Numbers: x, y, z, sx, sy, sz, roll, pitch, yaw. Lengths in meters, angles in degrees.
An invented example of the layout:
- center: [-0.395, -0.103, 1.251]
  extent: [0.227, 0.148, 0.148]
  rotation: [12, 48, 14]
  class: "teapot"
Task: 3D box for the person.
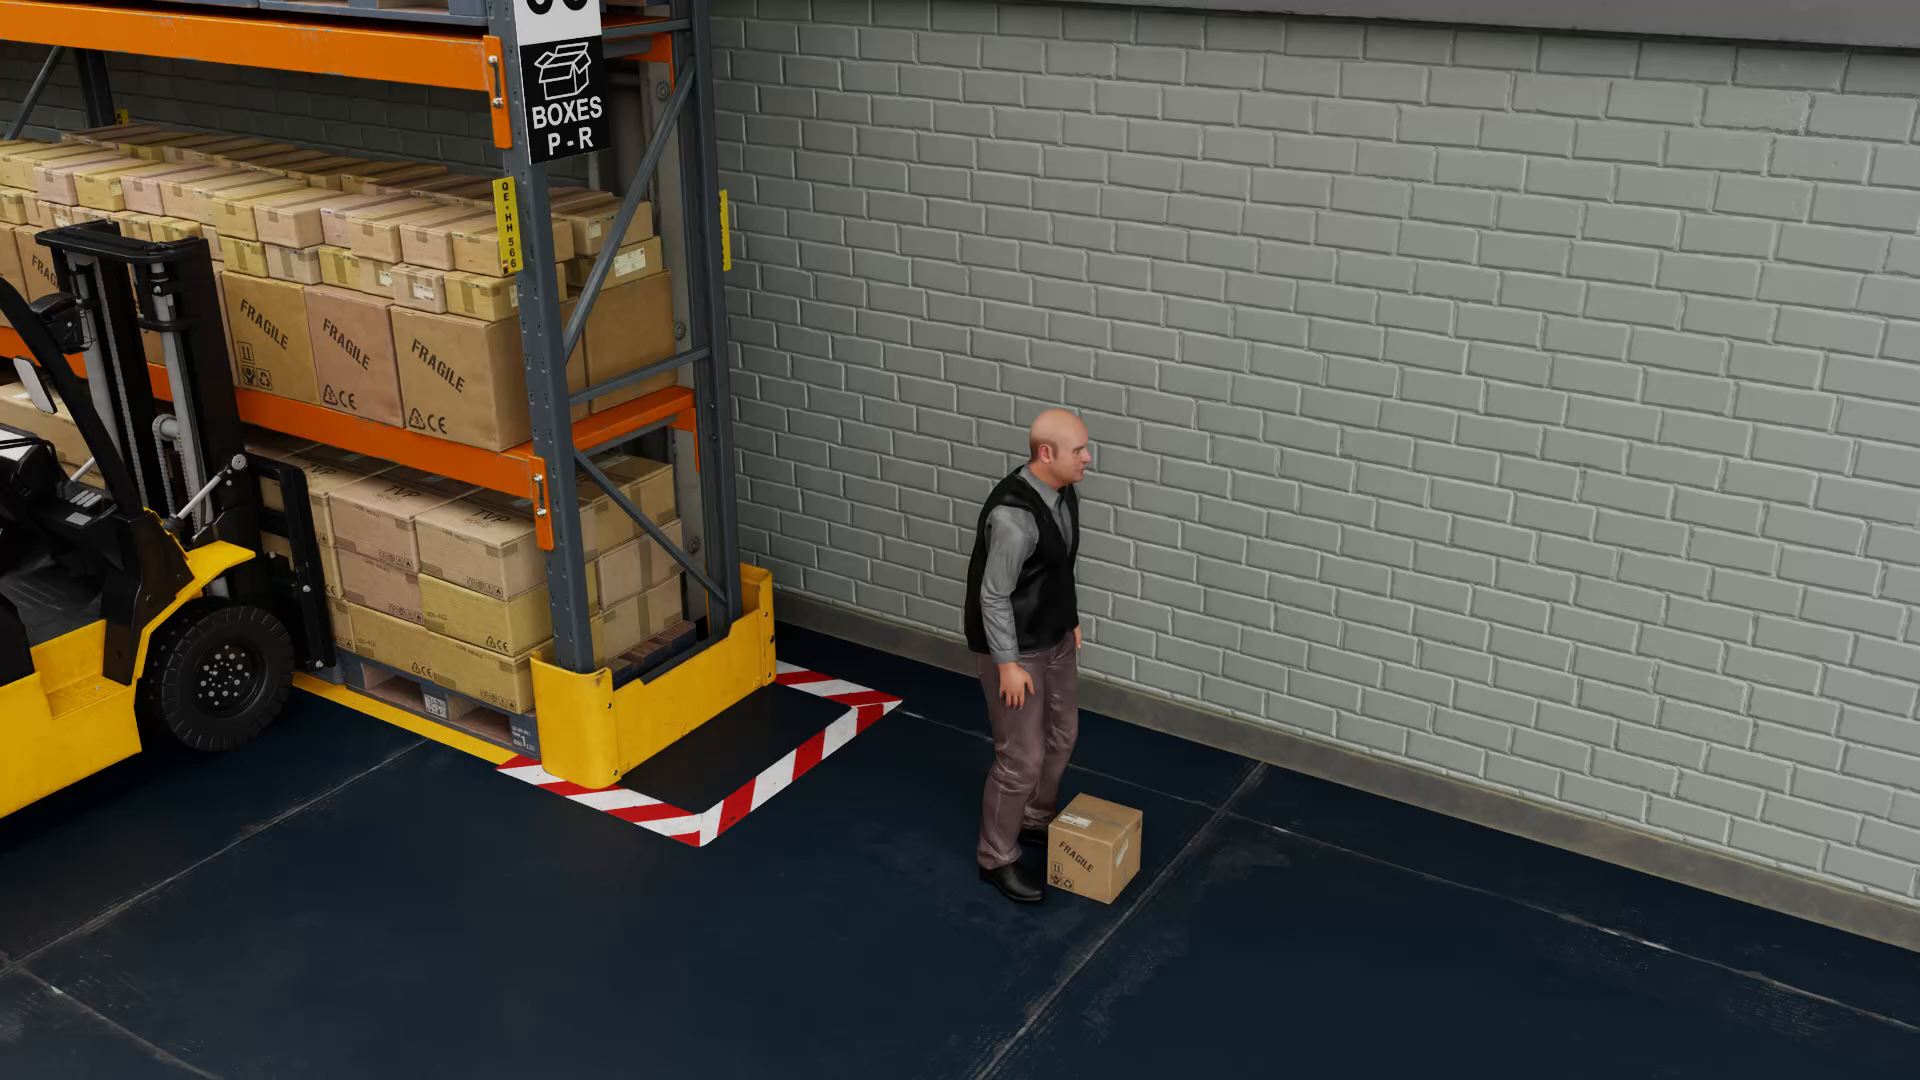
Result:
- center: [0.249, 0.410, 5.790]
  extent: [0.398, 1.617, 0.593]
  rotation: [12, 26, 26]
  class: "person"
